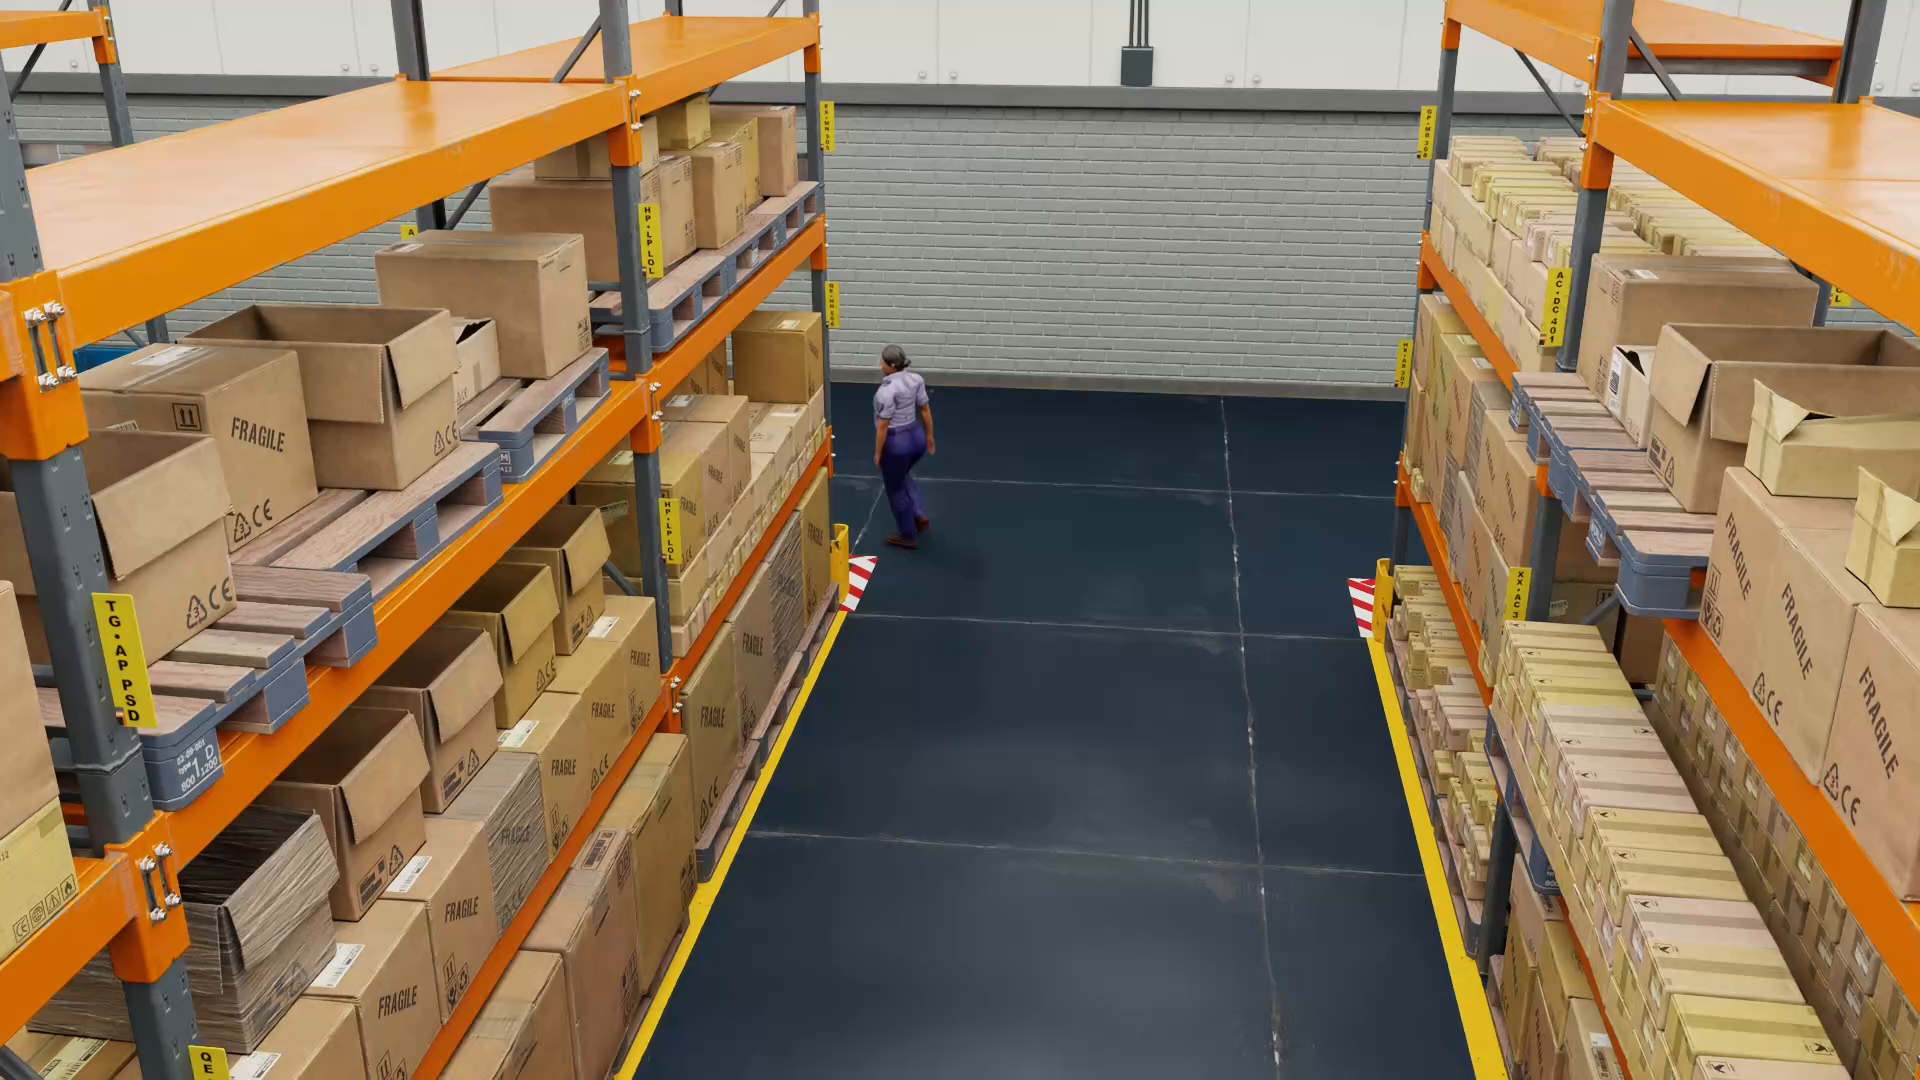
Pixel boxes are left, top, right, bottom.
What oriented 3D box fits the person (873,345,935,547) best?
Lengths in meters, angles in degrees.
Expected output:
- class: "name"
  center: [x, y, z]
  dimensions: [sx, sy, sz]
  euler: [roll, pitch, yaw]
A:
- class: "person"
  center: [-0.485, -0.741, 12.983]
  dimensions: [0.447, 1.650, 0.582]
  euler: [17, 27, 37]
